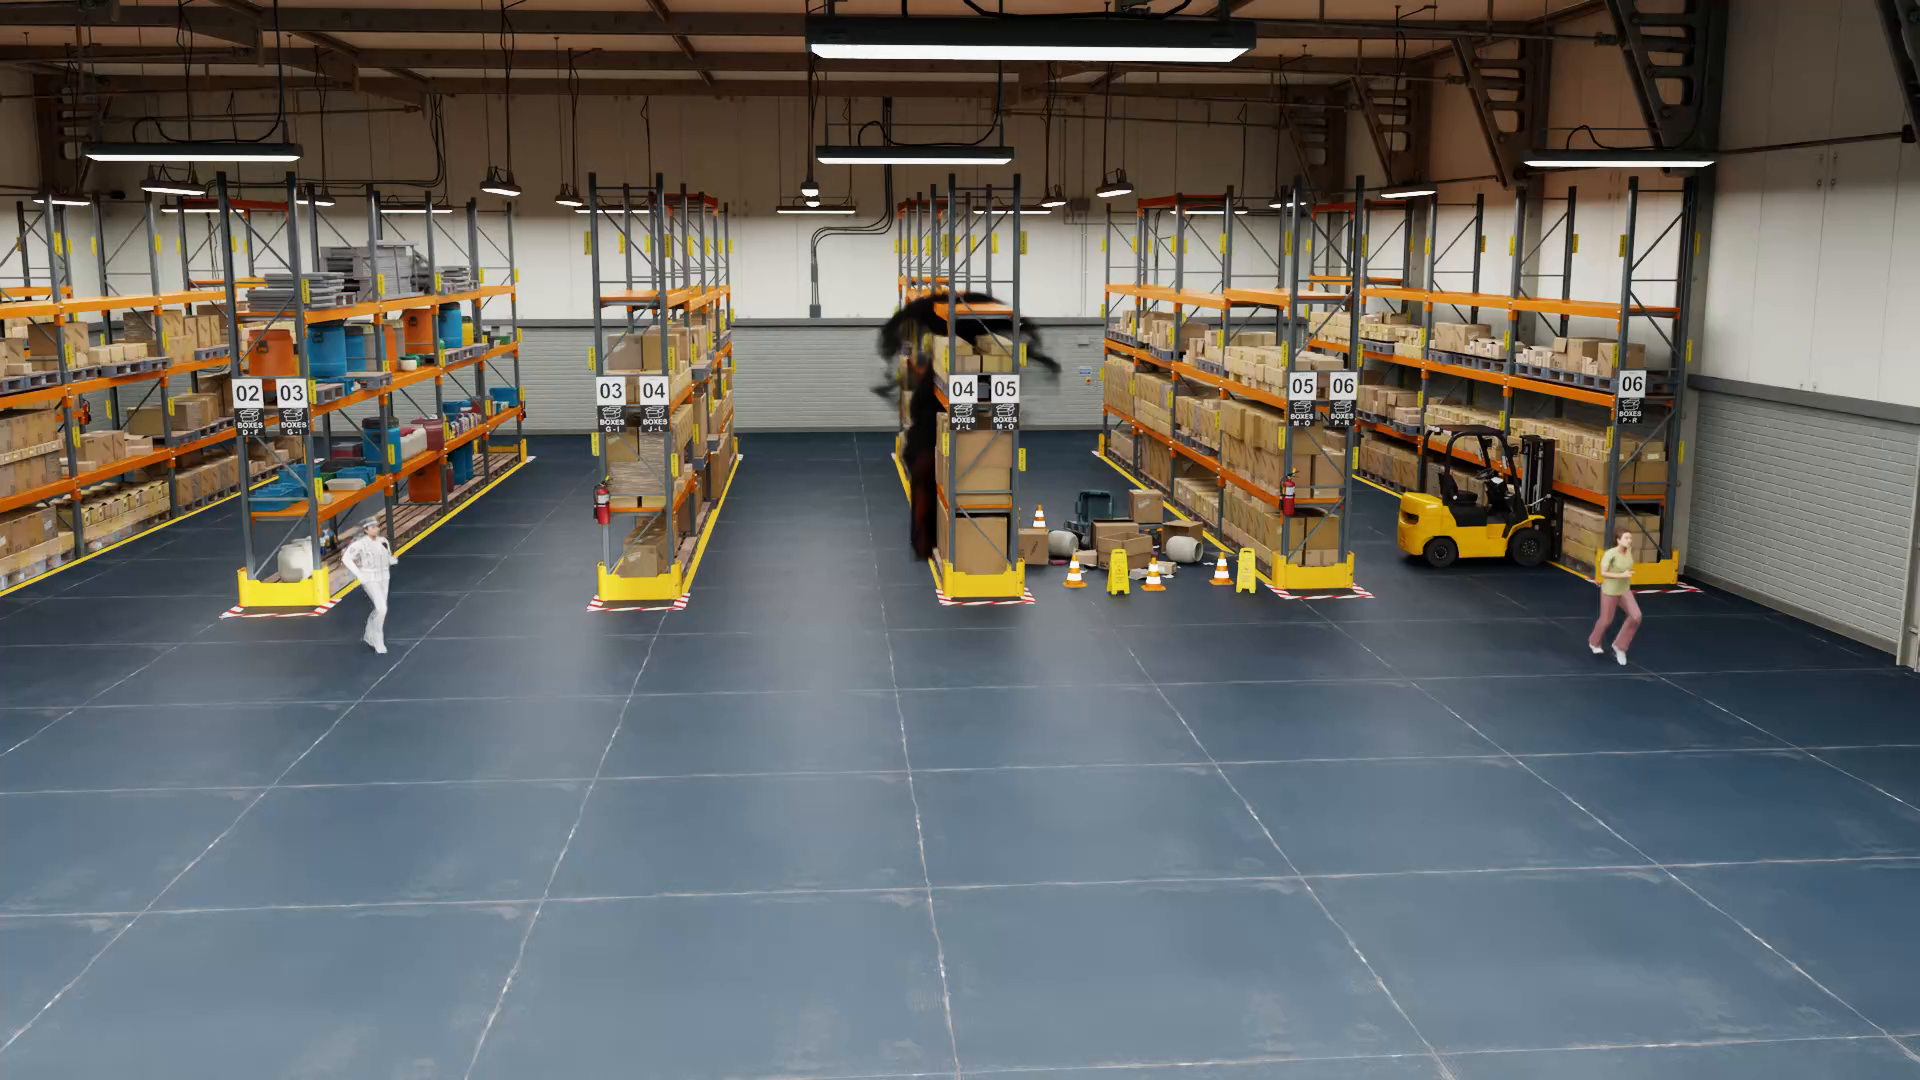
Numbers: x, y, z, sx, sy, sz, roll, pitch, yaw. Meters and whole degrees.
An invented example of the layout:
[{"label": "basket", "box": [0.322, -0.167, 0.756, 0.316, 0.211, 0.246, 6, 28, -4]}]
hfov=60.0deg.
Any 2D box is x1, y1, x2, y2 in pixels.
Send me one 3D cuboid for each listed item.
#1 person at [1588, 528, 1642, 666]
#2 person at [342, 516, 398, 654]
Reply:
[{"label": "person", "box": [7.943, 0.658, 20.188, 0.602, 1.673, 0.797, -3, 11, -19]}, {"label": "person", "box": [-7.275, 0.553, 20.728, 0.669, 1.736, 0.591, 6, 12, 30]}]
